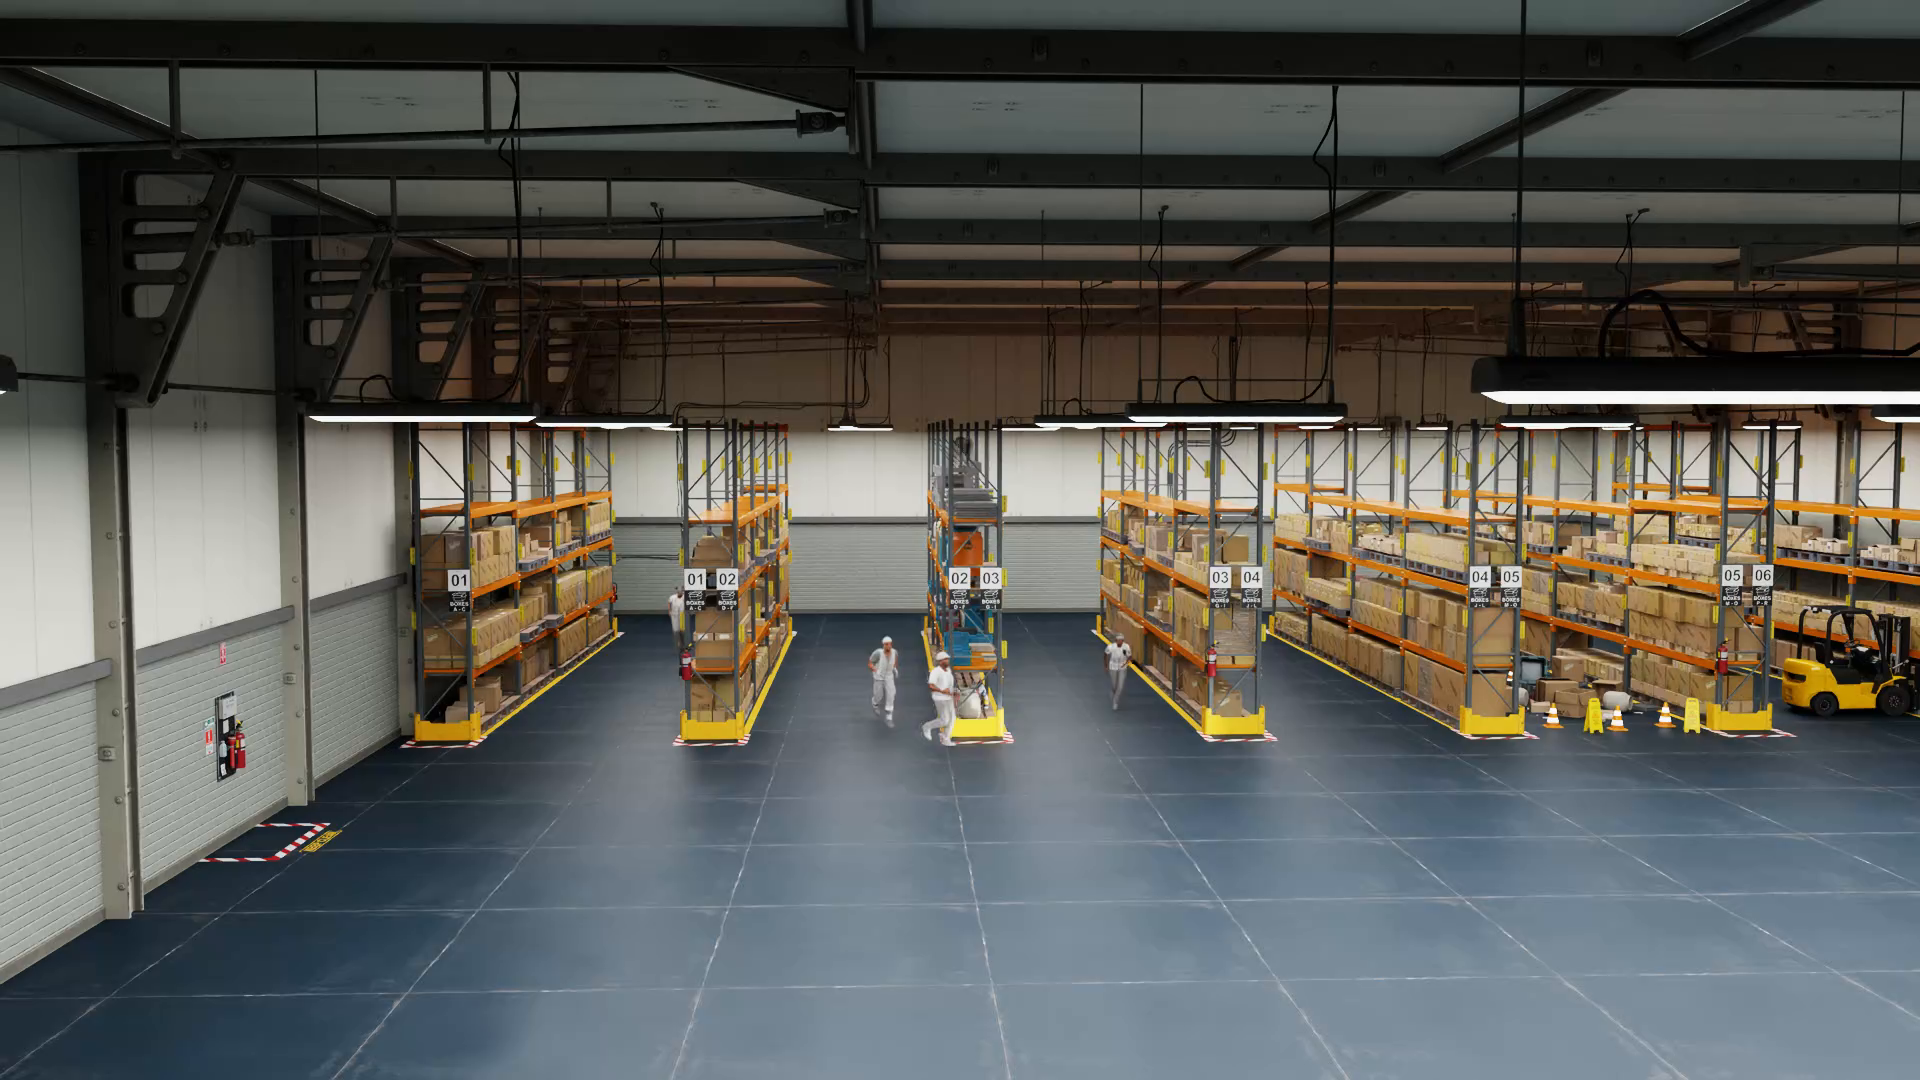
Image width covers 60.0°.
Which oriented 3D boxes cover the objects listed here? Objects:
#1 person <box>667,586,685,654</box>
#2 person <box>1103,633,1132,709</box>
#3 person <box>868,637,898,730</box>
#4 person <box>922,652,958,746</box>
[{"bbox_3d":[-7.335,2.066,43.588,0.663,1.787,0.962,-1,4,-8],"label":"person"},{"bbox_3d":[3.289,2.718,34.675,0.563,1.618,0.697,0,4,-6],"label":"person"},{"bbox_3d":[-1.512,2.755,32.650,0.658,1.772,1.135,-1,4,-19],"label":"person"},{"bbox_3d":[-0.348,2.906,30.489,0.687,1.728,0.699,2,4,30],"label":"person"}]
